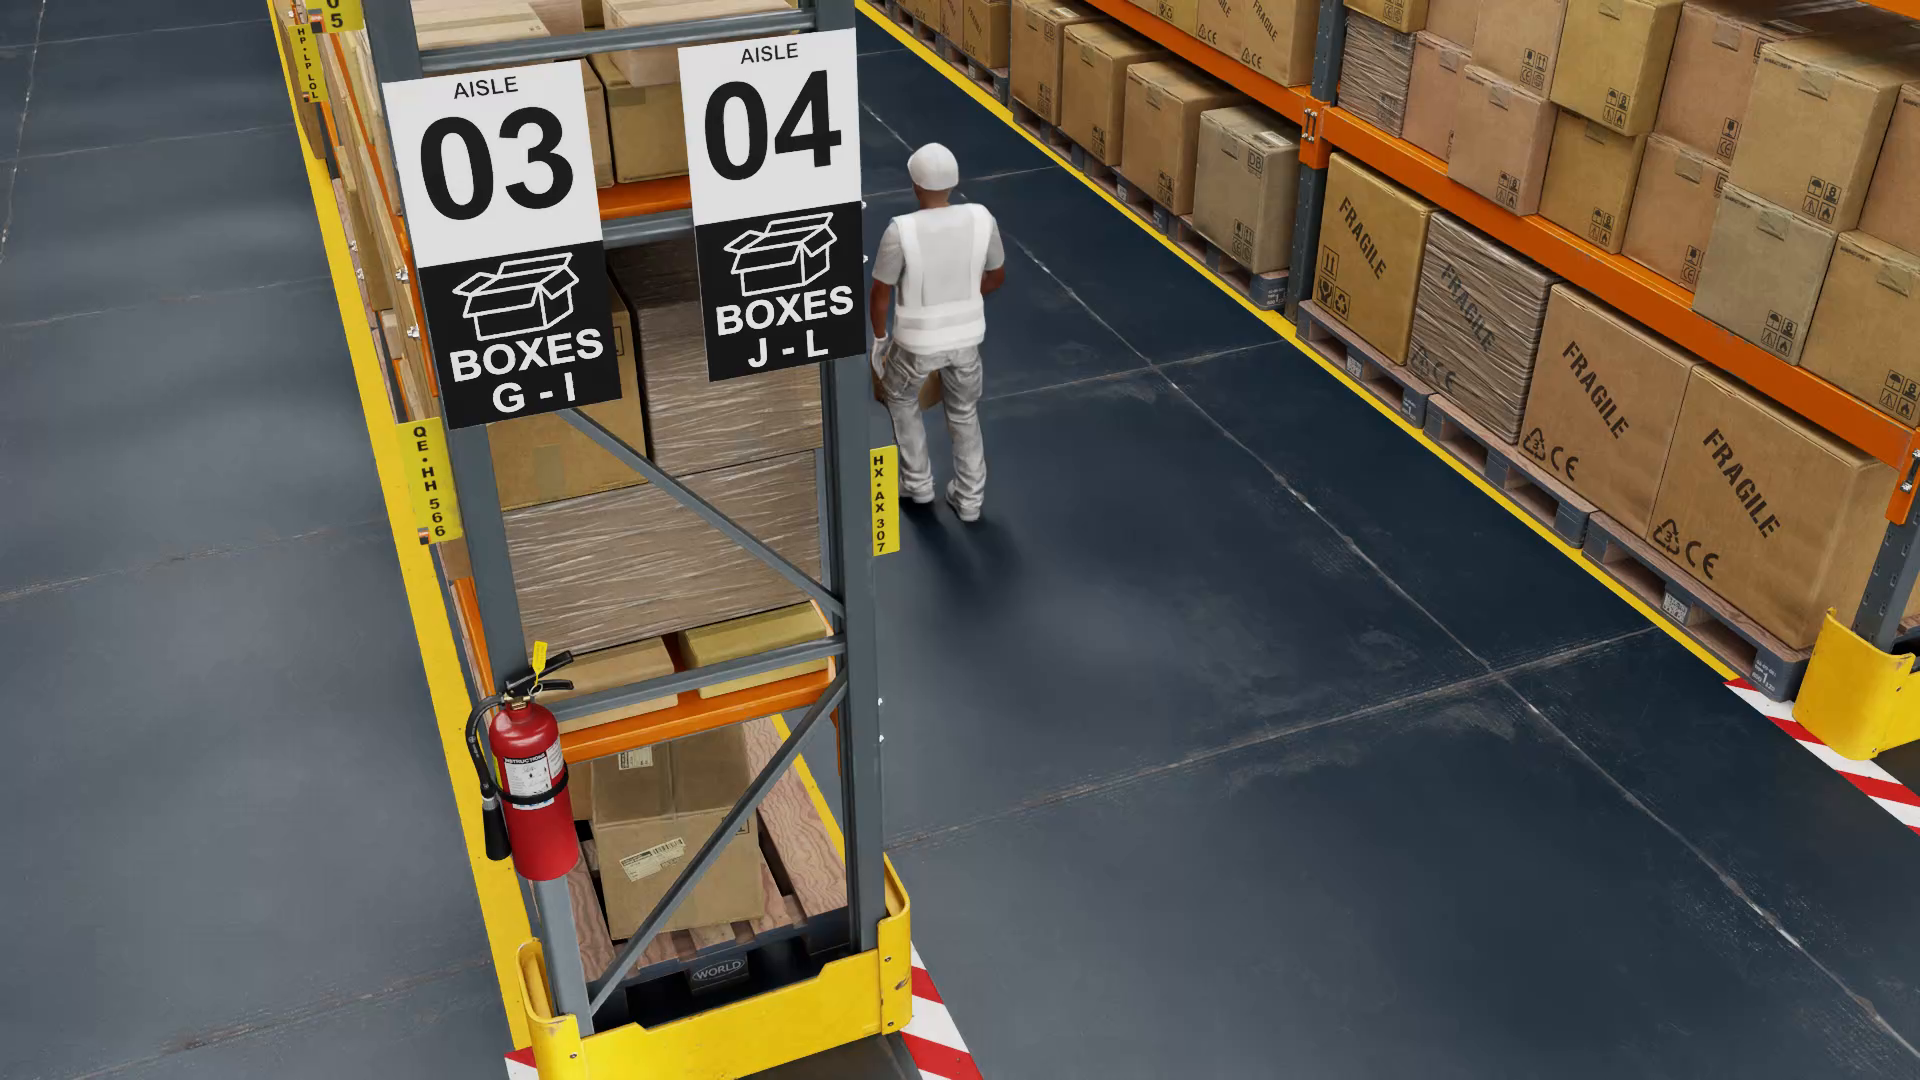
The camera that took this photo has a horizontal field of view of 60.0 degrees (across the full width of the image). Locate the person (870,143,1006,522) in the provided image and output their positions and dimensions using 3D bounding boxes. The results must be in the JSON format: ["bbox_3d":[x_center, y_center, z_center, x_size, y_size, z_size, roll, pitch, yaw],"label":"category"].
[{"bbox_3d":[-0.119,-0.945,7.582,0.655,1.768,0.538,-11,35,-17],"label":"person"}]
